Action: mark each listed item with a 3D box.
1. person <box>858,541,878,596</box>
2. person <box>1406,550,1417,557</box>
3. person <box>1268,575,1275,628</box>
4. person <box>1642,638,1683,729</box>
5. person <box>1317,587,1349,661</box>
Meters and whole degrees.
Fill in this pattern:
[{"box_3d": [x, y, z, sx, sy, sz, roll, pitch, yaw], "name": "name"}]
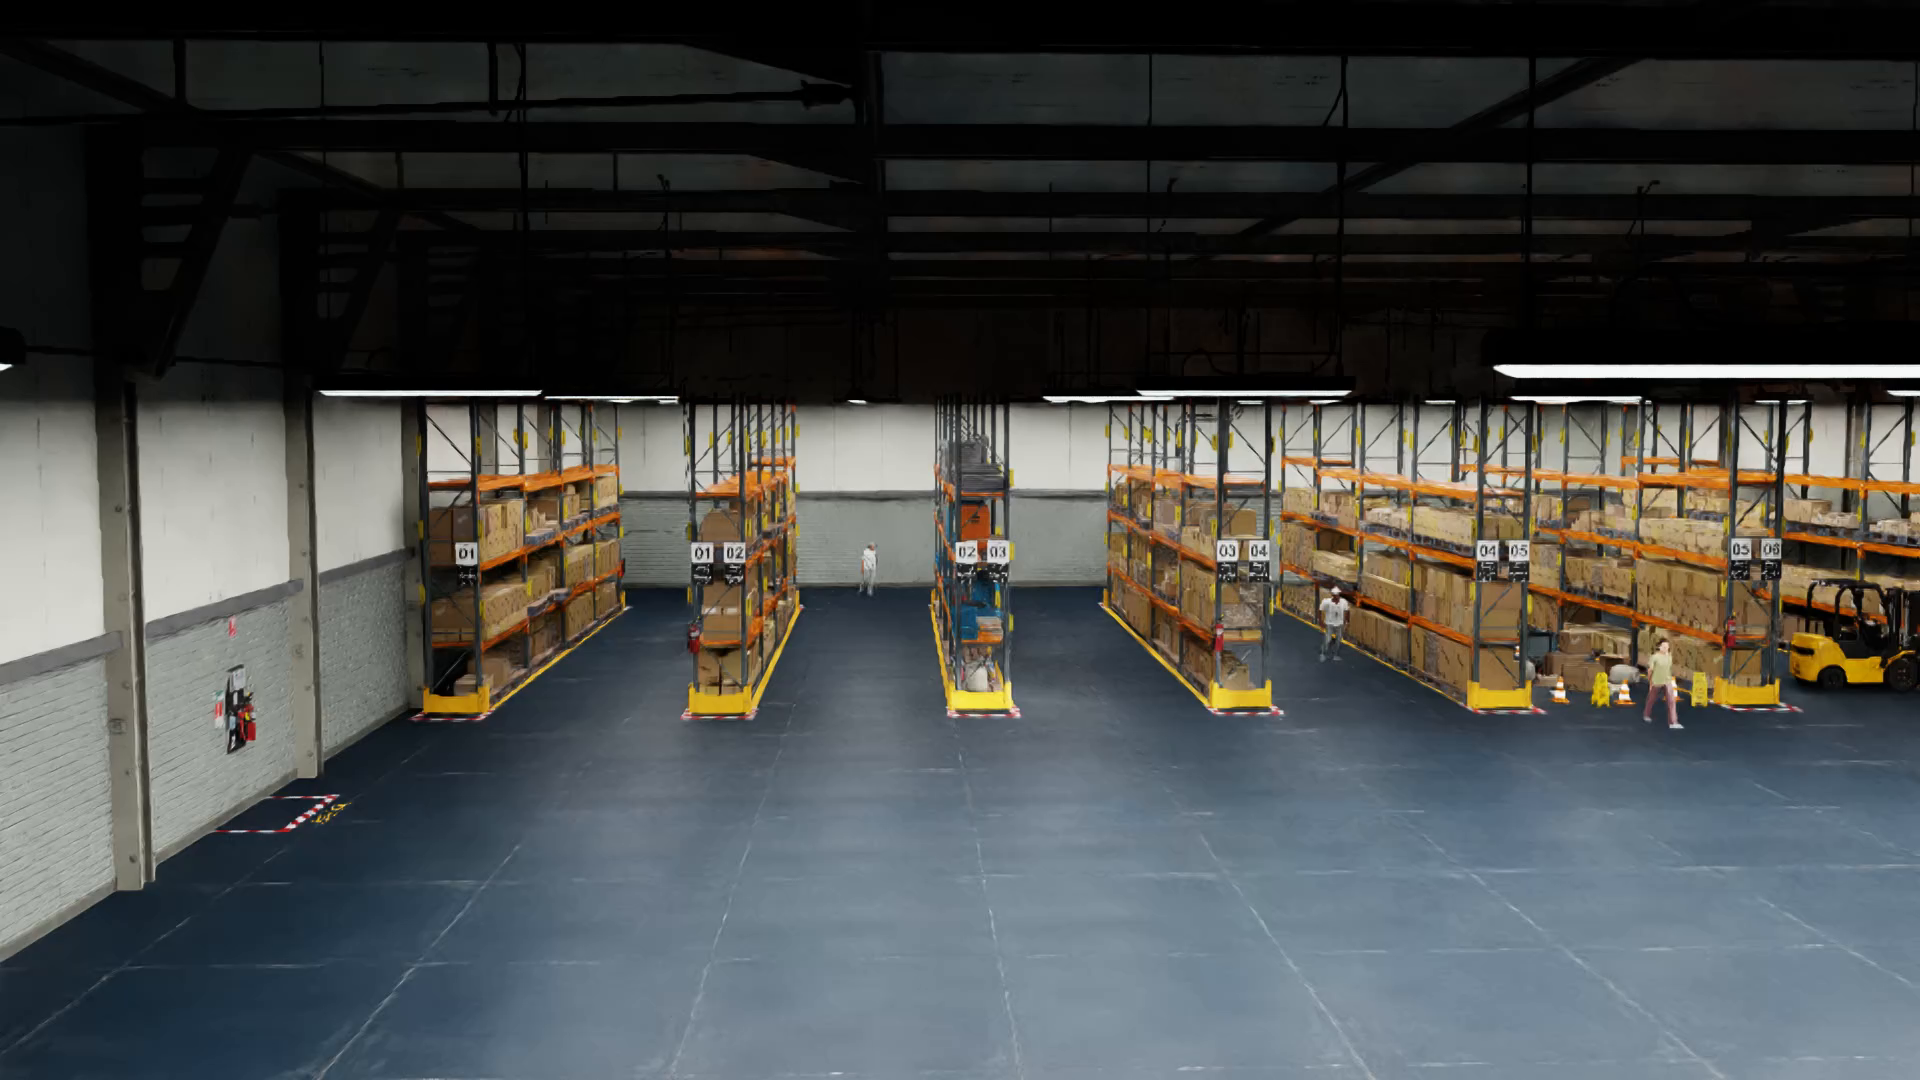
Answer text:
[{"box_3d": [-2.806, 0.857, 50.552, 0.542, 1.650, 0.580, -4, 6, -39], "name": "person"}, {"box_3d": [13.803, 0.845, 50.683, 0.687, 1.645, 0.488, -3, 5, -30], "name": "person"}, {"box_3d": [7.896, 1.448, 43.283, 0.636, 1.621, 0.814, 0, 5, 3], "name": "person"}, {"box_3d": [12.524, 2.531, 29.727, 0.448, 1.590, 1.110, 0, 5, 0], "name": "person"}, {"box_3d": [8.386, 1.886, 37.328, 0.719, 1.714, 0.578, 0, 5, -4], "name": "person"}]
